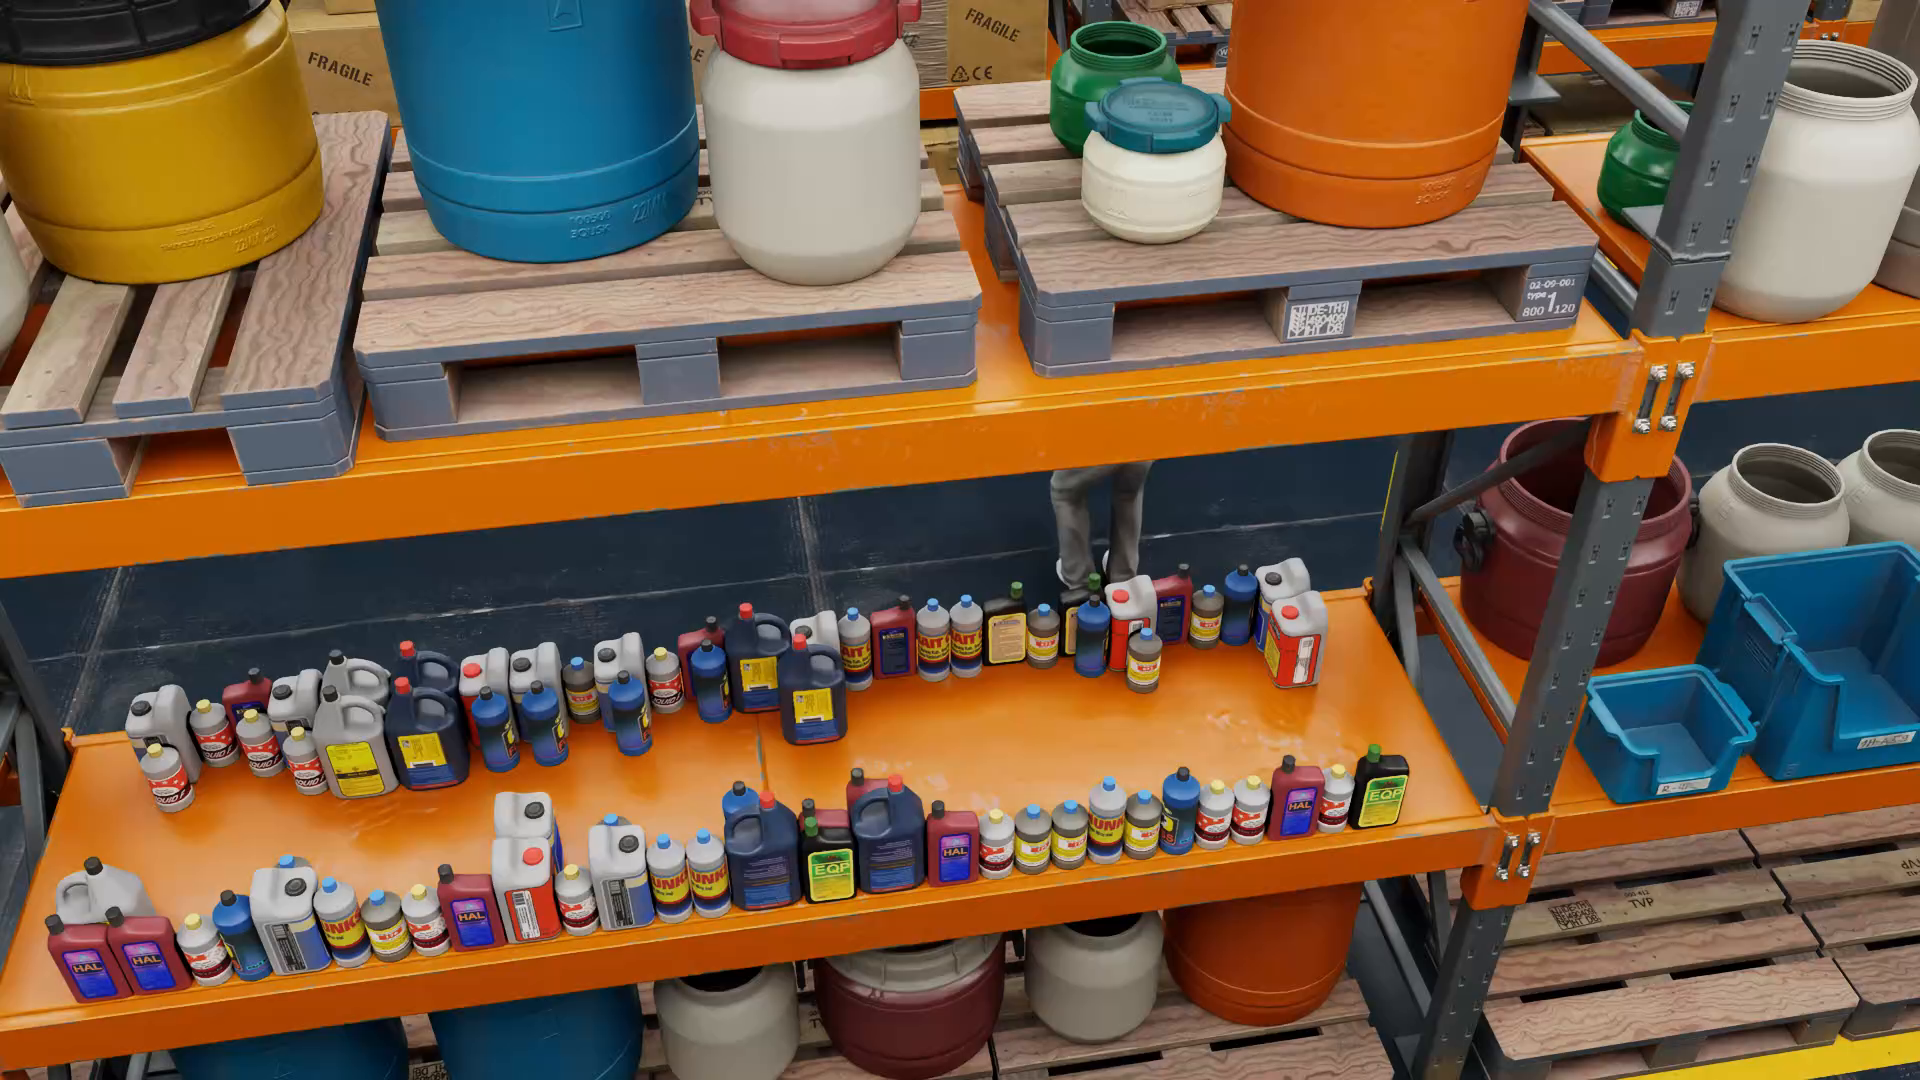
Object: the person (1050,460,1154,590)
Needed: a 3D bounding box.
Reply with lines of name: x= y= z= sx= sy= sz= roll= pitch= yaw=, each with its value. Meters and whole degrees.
person: x=0.558 y=-0.409 z=6.952 sx=0.415 sy=1.318 sz=0.801 roll=-7 pitch=39 yaw=-9
